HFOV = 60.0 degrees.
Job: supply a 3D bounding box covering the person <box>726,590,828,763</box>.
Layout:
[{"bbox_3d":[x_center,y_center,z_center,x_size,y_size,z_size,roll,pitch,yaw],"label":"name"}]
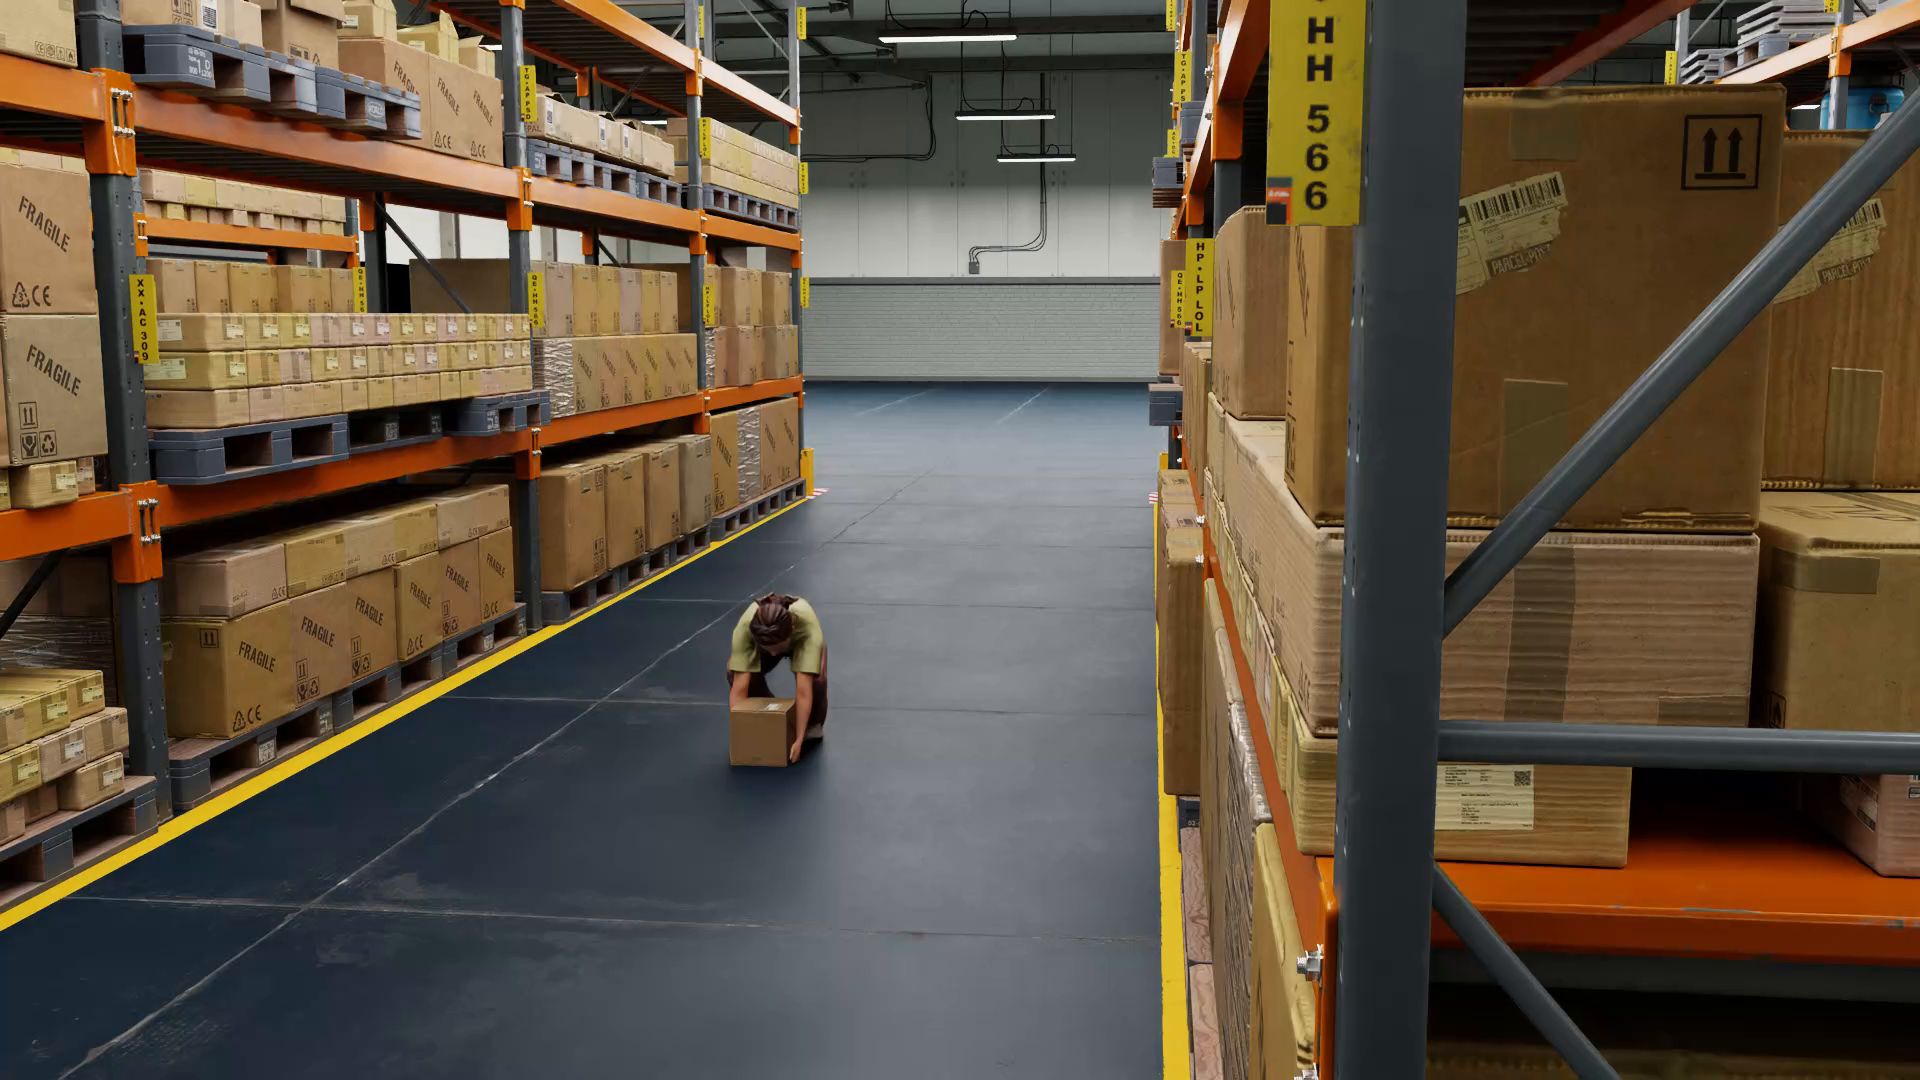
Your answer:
[{"bbox_3d":[-0.818,0.585,7.597,0.457,0.786,0.851,1,8,5],"label":"person"}]
